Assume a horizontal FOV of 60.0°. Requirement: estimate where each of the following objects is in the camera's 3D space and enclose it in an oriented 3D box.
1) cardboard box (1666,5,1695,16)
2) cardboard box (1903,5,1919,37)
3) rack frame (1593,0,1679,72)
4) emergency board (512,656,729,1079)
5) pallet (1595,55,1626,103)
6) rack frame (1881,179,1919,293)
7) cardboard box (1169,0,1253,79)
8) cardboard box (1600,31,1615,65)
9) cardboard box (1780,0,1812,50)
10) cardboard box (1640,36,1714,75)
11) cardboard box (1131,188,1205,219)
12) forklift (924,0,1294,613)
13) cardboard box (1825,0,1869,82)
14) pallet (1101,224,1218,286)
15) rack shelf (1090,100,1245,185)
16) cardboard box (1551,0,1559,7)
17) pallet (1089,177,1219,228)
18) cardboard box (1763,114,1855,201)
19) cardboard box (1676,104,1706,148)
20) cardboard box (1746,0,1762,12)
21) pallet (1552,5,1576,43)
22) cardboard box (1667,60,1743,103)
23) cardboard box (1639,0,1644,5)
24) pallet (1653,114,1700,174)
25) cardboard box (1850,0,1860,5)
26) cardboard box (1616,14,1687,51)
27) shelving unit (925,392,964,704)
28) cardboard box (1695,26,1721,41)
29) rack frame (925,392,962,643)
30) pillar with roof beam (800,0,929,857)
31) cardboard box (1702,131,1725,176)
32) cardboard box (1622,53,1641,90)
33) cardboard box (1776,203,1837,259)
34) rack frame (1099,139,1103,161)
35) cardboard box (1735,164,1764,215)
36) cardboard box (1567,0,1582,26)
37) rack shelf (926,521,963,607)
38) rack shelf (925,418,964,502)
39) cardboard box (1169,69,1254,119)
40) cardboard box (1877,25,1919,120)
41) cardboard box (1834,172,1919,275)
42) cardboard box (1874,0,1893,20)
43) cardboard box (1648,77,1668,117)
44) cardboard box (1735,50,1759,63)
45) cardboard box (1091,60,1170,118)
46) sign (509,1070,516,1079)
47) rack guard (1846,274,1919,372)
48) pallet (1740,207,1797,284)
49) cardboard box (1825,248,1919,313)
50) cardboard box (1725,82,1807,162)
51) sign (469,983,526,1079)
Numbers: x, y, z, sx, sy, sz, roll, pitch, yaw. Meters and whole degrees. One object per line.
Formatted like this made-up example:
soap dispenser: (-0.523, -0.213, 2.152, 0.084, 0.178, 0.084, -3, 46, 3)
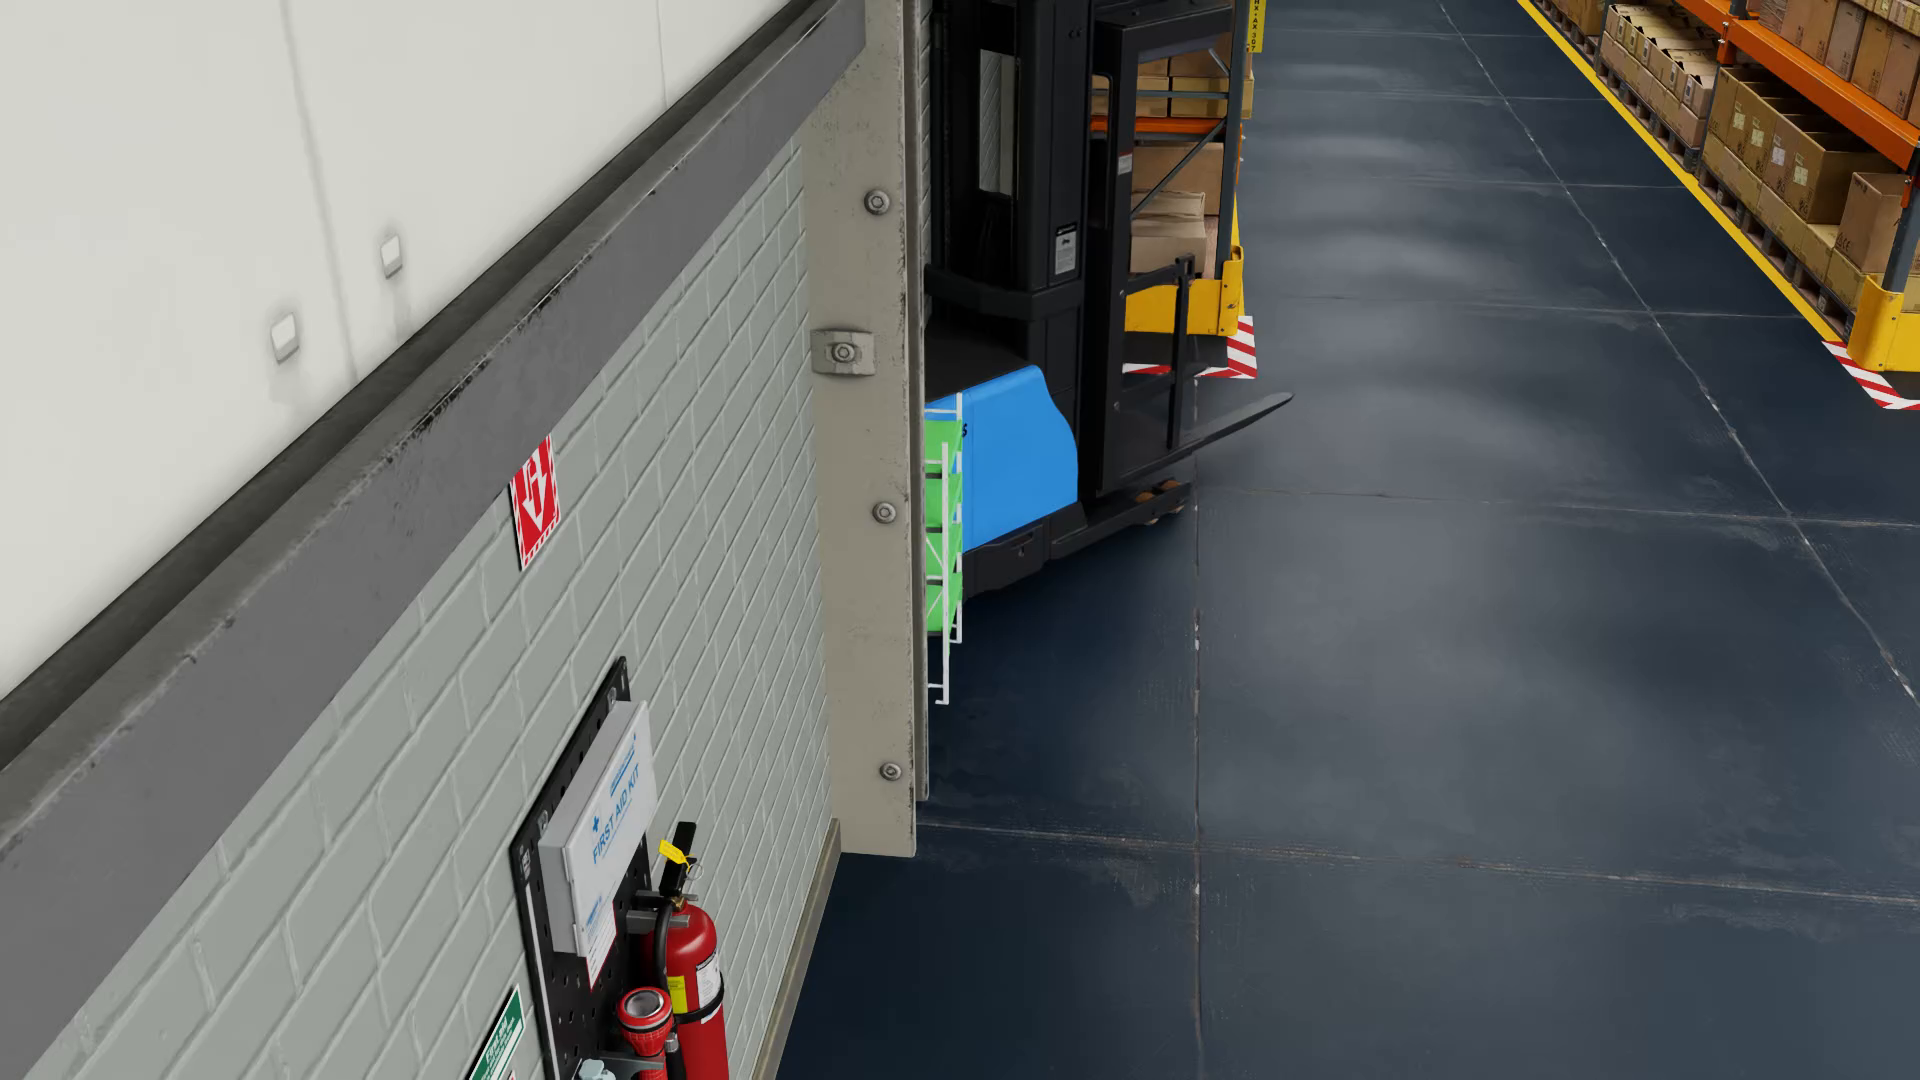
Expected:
cardboard box: (7.288, -5.144, 16.502, 0.500, 0.311, 0.500, 4, 29, 8)
cardboard box: (6.047, -3.183, 10.205, 0.380, 0.149, 0.250, 3, 28, 5)
rack frame: (7.108, -6.184, 16.566, 1.000, 3.000, 0.127, 3, 28, 6)
emergency board: (-0.638, 0.901, 3.415, 0.194, 1.169, 0.643, 3, 28, 6)
pallet: (6.968, -4.571, 16.513, 1.003, 0.211, 1.213, 3, 28, 6)
rack frame: (6.127, -2.418, 9.576, 1.000, 3.000, 0.127, 3, 28, 6)
cardboard box: (1.567, -3.185, 10.345, 0.500, 0.500, 0.500, 3, 28, 6)
cardboard box: (6.752, -4.929, 16.693, 0.500, 0.250, 0.500, 3, 28, 6)
cardboard box: (6.511, -3.887, 12.198, 0.700, 0.500, 0.500, 3, 28, 6)
cardboard box: (6.569, -4.446, 15.205, 0.500, 0.311, 0.500, 3, 28, 6)
cardboard box: (1.455, -2.303, 11.734, 0.500, 0.311, 0.500, 6, 29, 10)
forklift: (0.537, -1.524, 7.988, 3.031, 2.935, 1.130, -24, 37, -37)
cardboard box: (6.384, -3.410, 11.312, 0.700, 0.500, 0.500, 4, 29, 8)
pallet: (1.355, -1.893, 11.541, 1.003, 0.211, 1.213, 3, 28, 6)
rack shelf: (1.456, -3.329, 12.026, 1.077, 0.370, 4.000, 3, 28, 6)
cardboard box: (7.174, -6.460, 19.250, 0.500, 0.500, 0.500, 4, 29, 7)
pallet: (1.507, -2.466, 12.604, 1.003, 0.211, 1.213, 3, 28, 6)
cardboard box: (6.068, -2.699, 11.764, 0.500, 0.500, 0.500, 3, 28, 6)
cardboard box: (6.381, -3.488, 14.017, 0.500, 0.250, 0.500, 3, 28, 6)
cardboard box: (6.635, -4.470, 13.542, 0.500, 0.250, 0.500, 5, 29, 9)
pallet: (7.389, -5.878, 18.939, 1.003, 0.211, 1.213, 3, 28, 6)
cardboard box: (6.440, -3.975, 14.331, 0.500, 0.311, 0.500, 4, 29, 8)
cardboard box: (7.506, -5.722, 17.880, 0.500, 0.500, 0.500, 2, 28, 4)
pallet: (6.669, -3.423, 14.381, 1.003, 0.211, 1.213, 3, 28, 6)
cardboard box: (6.173, -3.669, 11.109, 0.380, 0.149, 0.250, 3, 28, 5)
cardboard box: (6.696, -4.928, 16.100, 0.500, 0.311, 0.500, 3, 28, 5)
shelving unit: (-0.140, 0.034, 6.919, 0.258, 1.200, 0.503, 3, 28, 6)
cardboard box: (7.166, -4.662, 15.606, 0.500, 0.311, 0.500, 3, 28, 6)
rack frame: (-0.113, -0.080, 7.133, 0.240, 1.200, 0.015, 3, 28, 6)
pillar with roof beam: (3.975, -2.651, 3.683, 9.100, 9.000, 0.400, 3, 28, 6)
cardboard box: (6.260, -3.075, 13.251, 0.500, 0.250, 0.500, 3, 28, 6)
cardboard box: (6.634, -4.447, 15.799, 0.500, 0.250, 0.500, 3, 28, 5)
cardboard box: (6.009, -2.134, 11.505, 0.500, 0.250, 0.500, 3, 28, 6)
rack frame: (1.701, -4.587, 13.602, 1.000, 3.000, 0.127, 3, 28, 6)
cardboard box: (6.127, -2.605, 12.379, 0.500, 0.250, 0.500, 3, 28, 6)
cardboard box: (7.053, -5.975, 18.349, 0.500, 0.500, 0.500, 2, 28, 4)
rack shelf: (-0.140, 0.091, 6.949, 0.258, 0.148, 0.480, 3, 28, 6)
rack shelf: (-0.140, -0.333, 6.723, 0.258, 0.148, 0.480, 3, 28, 6)
cardboard box: (1.586, -2.859, 10.530, 0.500, 0.250, 0.500, 3, 28, 5)
cardboard box: (6.257, -2.929, 10.418, 0.700, 0.500, 0.500, 4, 29, 8)
cardboard box: (5.898, -1.993, 10.452, 0.500, 0.500, 0.500, 3, 28, 6)
cardboard box: (6.112, -3.424, 10.655, 0.380, 0.149, 0.250, 4, 29, 8)
cardboard box: (6.507, -3.966, 14.906, 0.500, 0.250, 0.500, 4, 29, 7)
cardboard box: (7.044, -4.182, 14.714, 0.500, 0.311, 0.500, 2, 28, 5)
cardboard box: (1.076, -2.879, 10.568, 0.500, 0.250, 0.500, 4, 29, 7)
sign: (-0.808, 1.140, 2.934, 0.001, 0.329, 0.234, 3, 28, 6)
rack guard: (6.125, -1.307, 10.148, 1.175, 0.500, 0.348, 3, 28, 6)
pallet: (6.332, -2.126, 11.973, 1.003, 0.211, 1.213, 3, 28, 6)
cardboard box: (5.900, -1.662, 10.629, 0.500, 0.250, 0.500, 3, 28, 6)
cardboard box: (6.197, -3.170, 12.637, 0.500, 0.500, 0.500, 3, 28, 6)
sign: (-0.799, 0.905, 2.812, 0.001, 0.109, 0.331, 3, 28, 6)
